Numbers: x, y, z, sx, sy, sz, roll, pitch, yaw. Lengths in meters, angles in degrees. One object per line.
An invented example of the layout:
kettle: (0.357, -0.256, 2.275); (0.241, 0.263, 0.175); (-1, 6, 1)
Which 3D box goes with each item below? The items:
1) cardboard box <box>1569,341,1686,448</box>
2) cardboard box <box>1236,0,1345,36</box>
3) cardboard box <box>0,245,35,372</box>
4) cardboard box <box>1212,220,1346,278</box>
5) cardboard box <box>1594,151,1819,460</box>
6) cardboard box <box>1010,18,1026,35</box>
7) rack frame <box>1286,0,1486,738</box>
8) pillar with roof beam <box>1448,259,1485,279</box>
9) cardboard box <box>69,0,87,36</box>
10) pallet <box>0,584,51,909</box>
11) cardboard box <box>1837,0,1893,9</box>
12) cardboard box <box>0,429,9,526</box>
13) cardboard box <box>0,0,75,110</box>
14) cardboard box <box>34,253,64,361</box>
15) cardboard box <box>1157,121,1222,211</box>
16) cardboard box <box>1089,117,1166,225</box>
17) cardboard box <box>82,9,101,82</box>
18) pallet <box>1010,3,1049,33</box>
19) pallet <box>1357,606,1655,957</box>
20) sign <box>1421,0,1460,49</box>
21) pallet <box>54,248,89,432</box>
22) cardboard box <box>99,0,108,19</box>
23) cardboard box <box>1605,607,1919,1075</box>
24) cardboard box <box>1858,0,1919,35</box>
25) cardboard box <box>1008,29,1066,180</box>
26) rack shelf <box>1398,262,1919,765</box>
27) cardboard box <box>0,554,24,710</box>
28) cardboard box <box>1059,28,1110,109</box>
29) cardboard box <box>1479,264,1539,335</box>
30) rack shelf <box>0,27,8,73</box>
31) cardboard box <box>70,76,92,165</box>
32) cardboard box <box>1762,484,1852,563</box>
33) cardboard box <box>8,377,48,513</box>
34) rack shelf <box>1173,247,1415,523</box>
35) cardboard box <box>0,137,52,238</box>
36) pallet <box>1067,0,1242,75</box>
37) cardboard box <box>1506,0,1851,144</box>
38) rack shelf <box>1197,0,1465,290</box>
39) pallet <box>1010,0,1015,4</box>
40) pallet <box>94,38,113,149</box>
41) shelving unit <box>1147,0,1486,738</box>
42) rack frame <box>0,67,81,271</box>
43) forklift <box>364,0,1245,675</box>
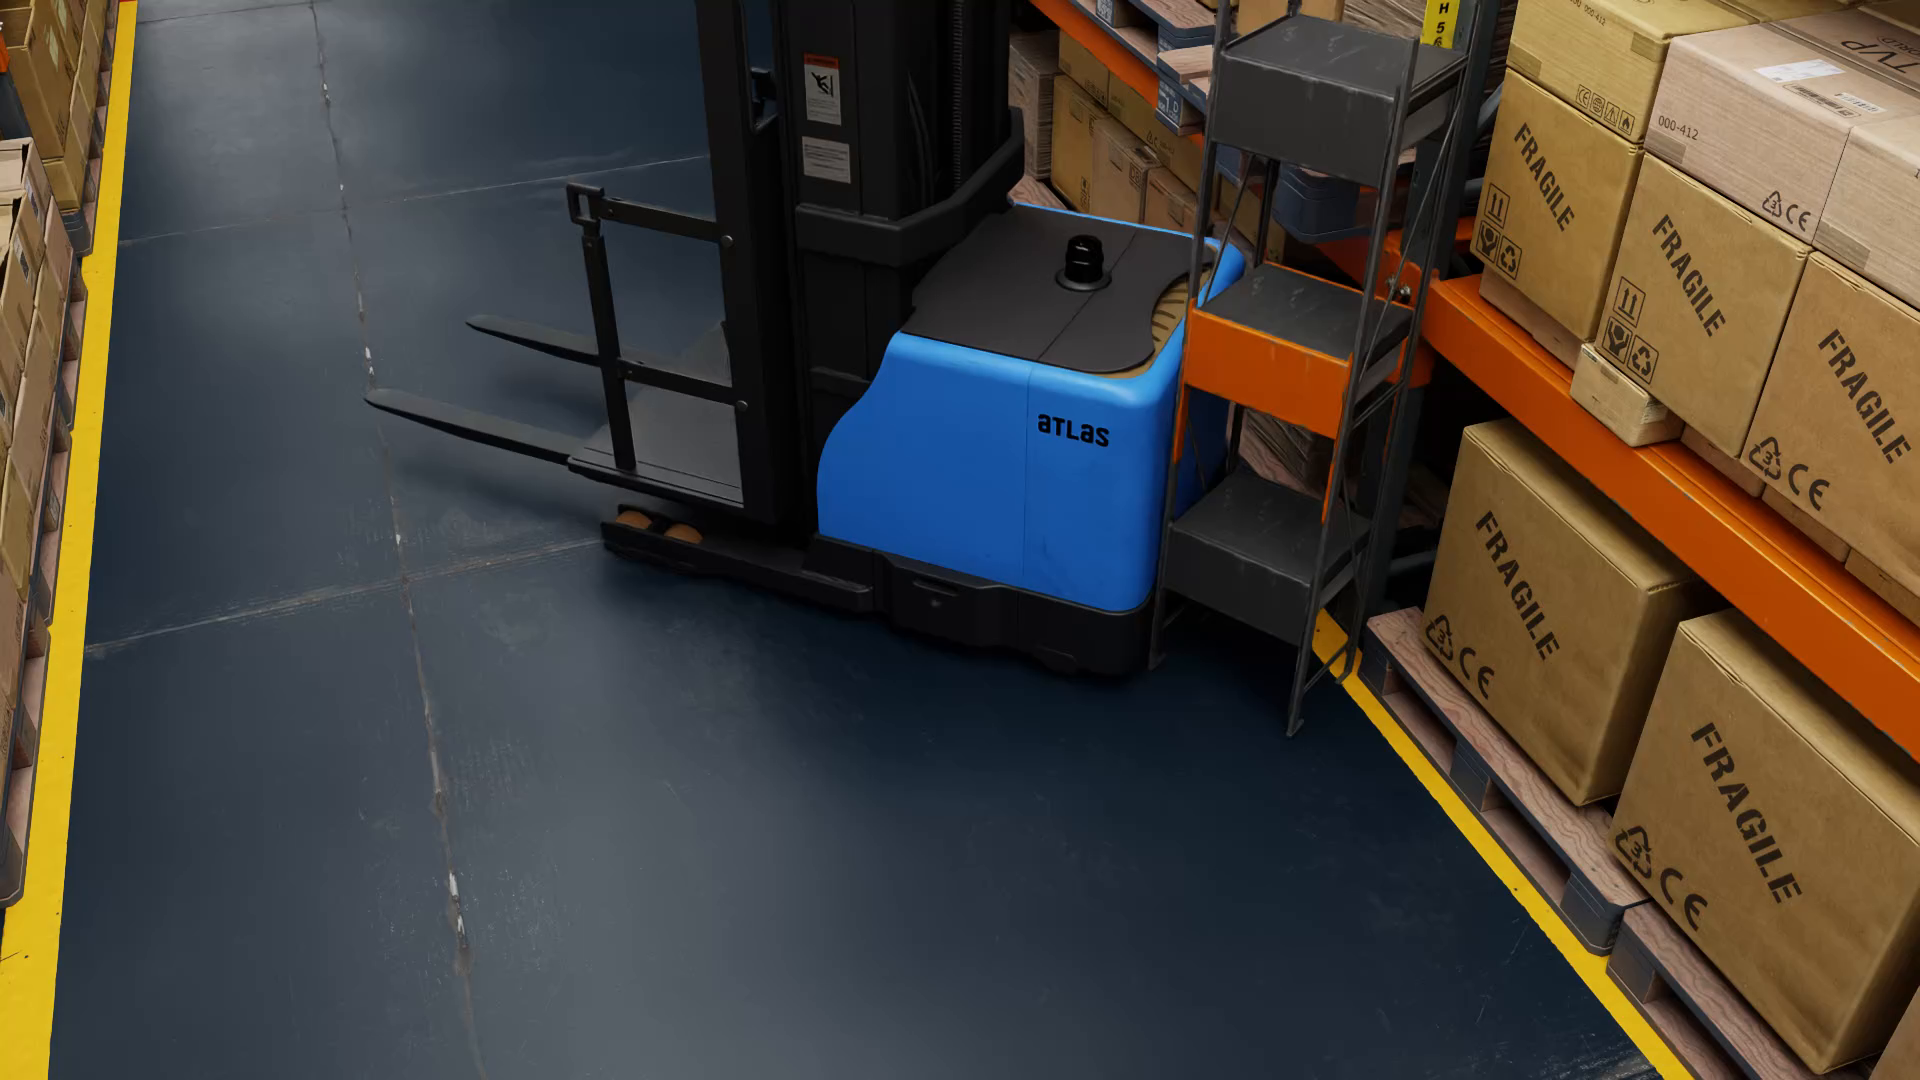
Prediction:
cardboard box: (1.693, -0.376, 3.948); (0.380, 0.149, 0.250); (-11, 38, -15)
cardboard box: (1.318, -1.803, 5.202); (0.700, 0.500, 0.500); (-16, 40, -20)
cardboard box: (-3.557, -0.795, 5.782); (0.500, 0.311, 0.500); (-13, 39, -16)
cardboard box: (1.342, -0.902, 6.166); (0.700, 0.500, 0.500); (-13, 39, -16)
cardboard box: (1.805, -0.555, 3.647); (0.500, 0.500, 0.500); (-11, 38, -14)
cardboard box: (0.118, -2.613, 8.716); (0.380, 0.166, 0.250); (-18, 40, -22)
rack frame: (1.116, -0.357, 4.464); (0.015, 2.100, 0.400); (25, 42, 29)
pillar with roof beam: (-1.970, -3.432, 2.827); (9.100, 9.000, 0.400); (-12, 39, -16)
cardboard box: (-4.703, -2.788, 8.272); (0.500, 0.500, 0.500); (-12, 39, -16)
pallet: (-3.190, 0.655, 4.705); (1.003, 0.211, 1.213); (-12, 39, -16)
cardboard box: (2.106, -1.277, 3.983); (0.500, 0.250, 0.500); (-11, 38, -15)
cardboard box: (-3.210, -0.220, 5.019); (0.500, 0.311, 0.500); (-13, 39, -17)
cardboard box: (-4.365, -2.222, 7.520); (0.500, 0.500, 0.500); (-12, 39, -16)
cardboard box: (-3.732, -0.855, 6.328); (0.500, 0.250, 0.500); (-13, 39, -17)
cardboard box: (1.091, -1.511, 6.351); (0.500, 0.250, 0.500); (-13, 39, -16)
cardboard box: (0.962, -1.460, 6.907); (0.700, 0.500, 0.500); (-12, 39, -15)
cardboard box: (-4.707, -2.488, 8.496); (0.500, 0.250, 0.500); (-12, 39, -16)
pallet: (0.066, -2.532, 8.935); (1.003, 0.211, 1.213); (-12, 39, -16)
pallet: (1.907, 0.561, 4.830); (1.003, 0.211, 1.213); (-12, 39, -16)
sign: (1.201, -1.327, 4.122); (0.100, 0.325, 0.005); (-12, 39, -16)
pallet: (-4.029, -0.724, 6.535); (1.003, 0.211, 1.213); (-12, 39, -16)
cardboard box: (-5.051, -3.053, 9.246); (0.500, 0.250, 0.500); (-12, 39, -16)
cardboard box: (2.132, 0.616, 3.877); (0.750, 0.750, 0.750); (-13, 39, -16)
cardboard box: (2.281, -0.984, 3.593); (0.500, 0.250, 0.500); (-14, 39, -17)
cardboard box: (0.599, -2.038, 7.675); (0.700, 0.500, 0.500); (-11, 38, -14)
rack shelf: (2.395, 0.404, 3.319); (1.077, 0.370, 4.000); (-12, 39, -16)
cardboard box: (-3.021, 0.304, 4.789); (0.500, 0.250, 0.500); (-13, 39, -17)
cardboard box: (0.754, -2.090, 7.120); (0.500, 0.250, 0.500); (-13, 39, -17)
cardboard box: (1.603, -0.687, 4.362); (0.380, 0.149, 0.250); (-13, 39, -17)
rack shelf: (-3.631, -0.828, 4.955); (1.077, 0.370, 4.000); (-12, 39, -16)
cardboard box: (-4.362, -1.923, 7.747); (0.500, 0.250, 0.500); (-12, 39, -16)
cardboard box: (1.993, -0.114, 3.601); (0.380, 0.149, 0.250); (-12, 39, -15)
cardboard box: (-3.382, -0.278, 5.562); (0.500, 0.250, 0.500); (-12, 39, -15)
rack shelf: (0.922, -0.436, 4.592); (0.480, 0.518, 0.431); (25, 42, 29)
cardboard box: (-3.911, -1.370, 6.545); (0.500, 0.311, 0.500); (-12, 39, -16)
pallet: (0.987, -2.047, 6.134); (1.003, 0.211, 1.213); (-12, 39, -16)
cardboard box: (1.631, -1.154, 3.818); (0.500, 0.250, 0.500); (-12, 38, -15)
rack shelf: (0.934, -1.005, 4.185); (0.480, 0.518, 0.431); (25, 42, 29)
pallet: (-0.358, -3.222, 9.852); (1.003, 0.211, 1.213); (-12, 39, -16)
pallet: (-4.977, -2.280, 8.601); (1.003, 0.211, 1.213); (-12, 39, -16)
shelving unit: (0.923, -0.447, 4.584); (0.503, 2.100, 0.431); (25, 42, 29)
rack frame: (-4.319, -2.246, 6.238); (1.000, 3.000, 0.127); (-12, 39, -16)
forklift: (-0.658, -1.331, 5.081); (3.031, 2.935, 1.130); (15, 39, 19)
